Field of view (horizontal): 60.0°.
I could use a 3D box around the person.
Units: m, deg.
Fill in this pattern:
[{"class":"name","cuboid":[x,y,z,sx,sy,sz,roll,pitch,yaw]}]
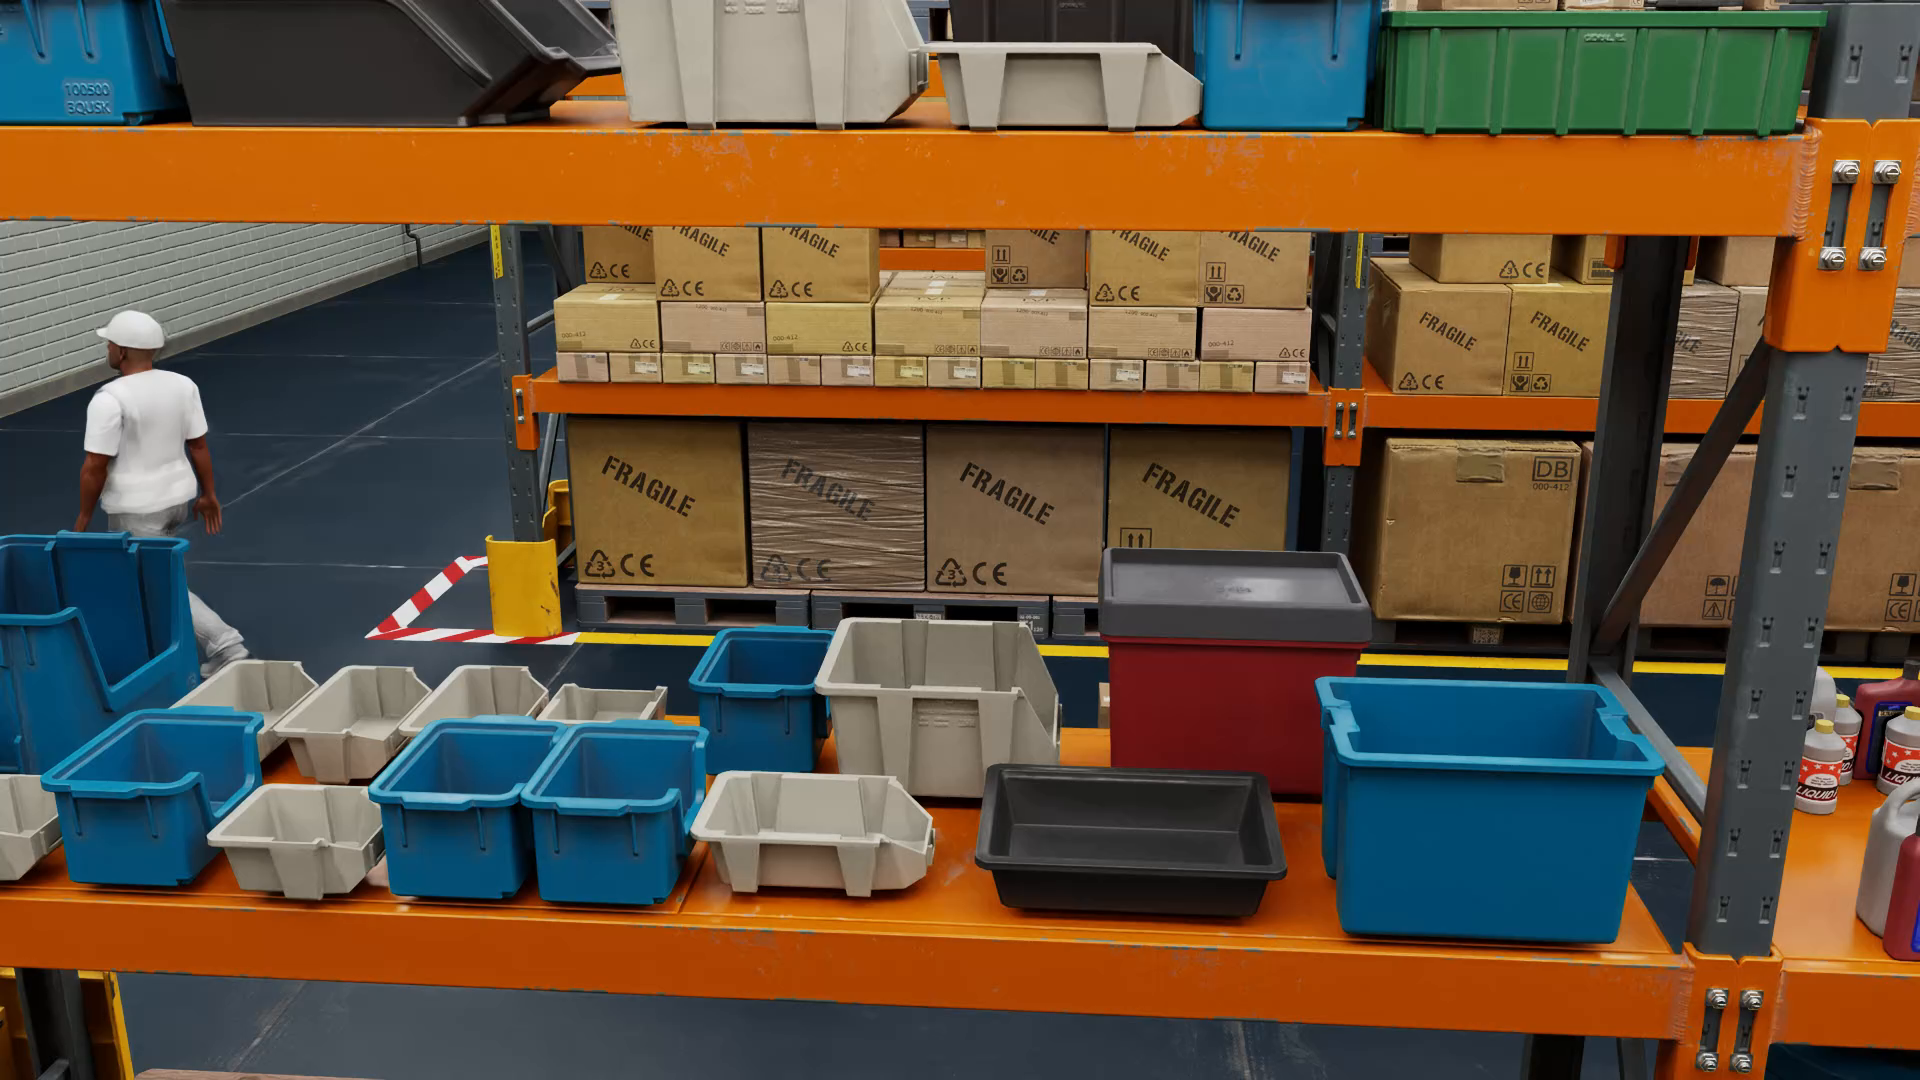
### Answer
[{"class":"person","cuboid":[-3.681,-0.169,7.547,0.959,1.736,0.587,6,18,17]}]
